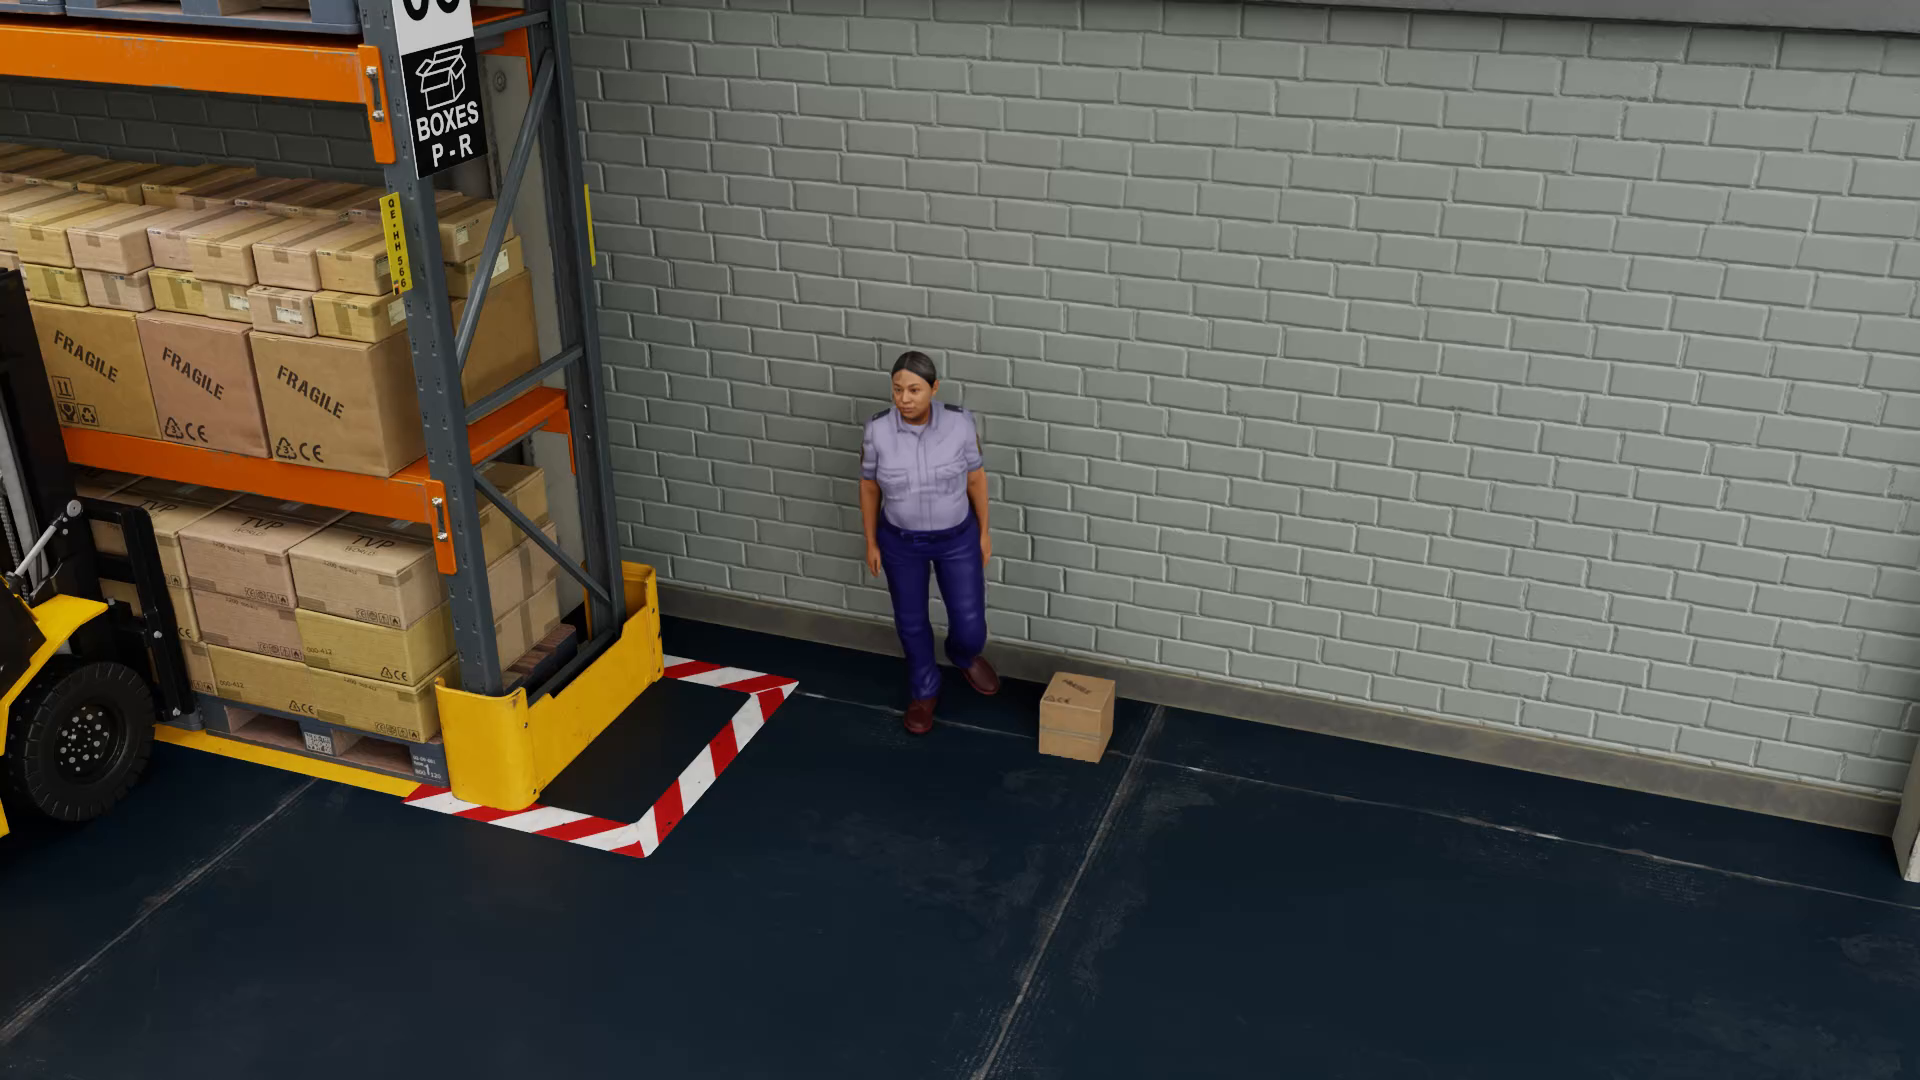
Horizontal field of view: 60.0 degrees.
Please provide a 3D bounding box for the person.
[{"bbox_3d":[-0.114,-0.001,6.618,0.557,1.642,0.475,1,26,2],"label":"person"}]
